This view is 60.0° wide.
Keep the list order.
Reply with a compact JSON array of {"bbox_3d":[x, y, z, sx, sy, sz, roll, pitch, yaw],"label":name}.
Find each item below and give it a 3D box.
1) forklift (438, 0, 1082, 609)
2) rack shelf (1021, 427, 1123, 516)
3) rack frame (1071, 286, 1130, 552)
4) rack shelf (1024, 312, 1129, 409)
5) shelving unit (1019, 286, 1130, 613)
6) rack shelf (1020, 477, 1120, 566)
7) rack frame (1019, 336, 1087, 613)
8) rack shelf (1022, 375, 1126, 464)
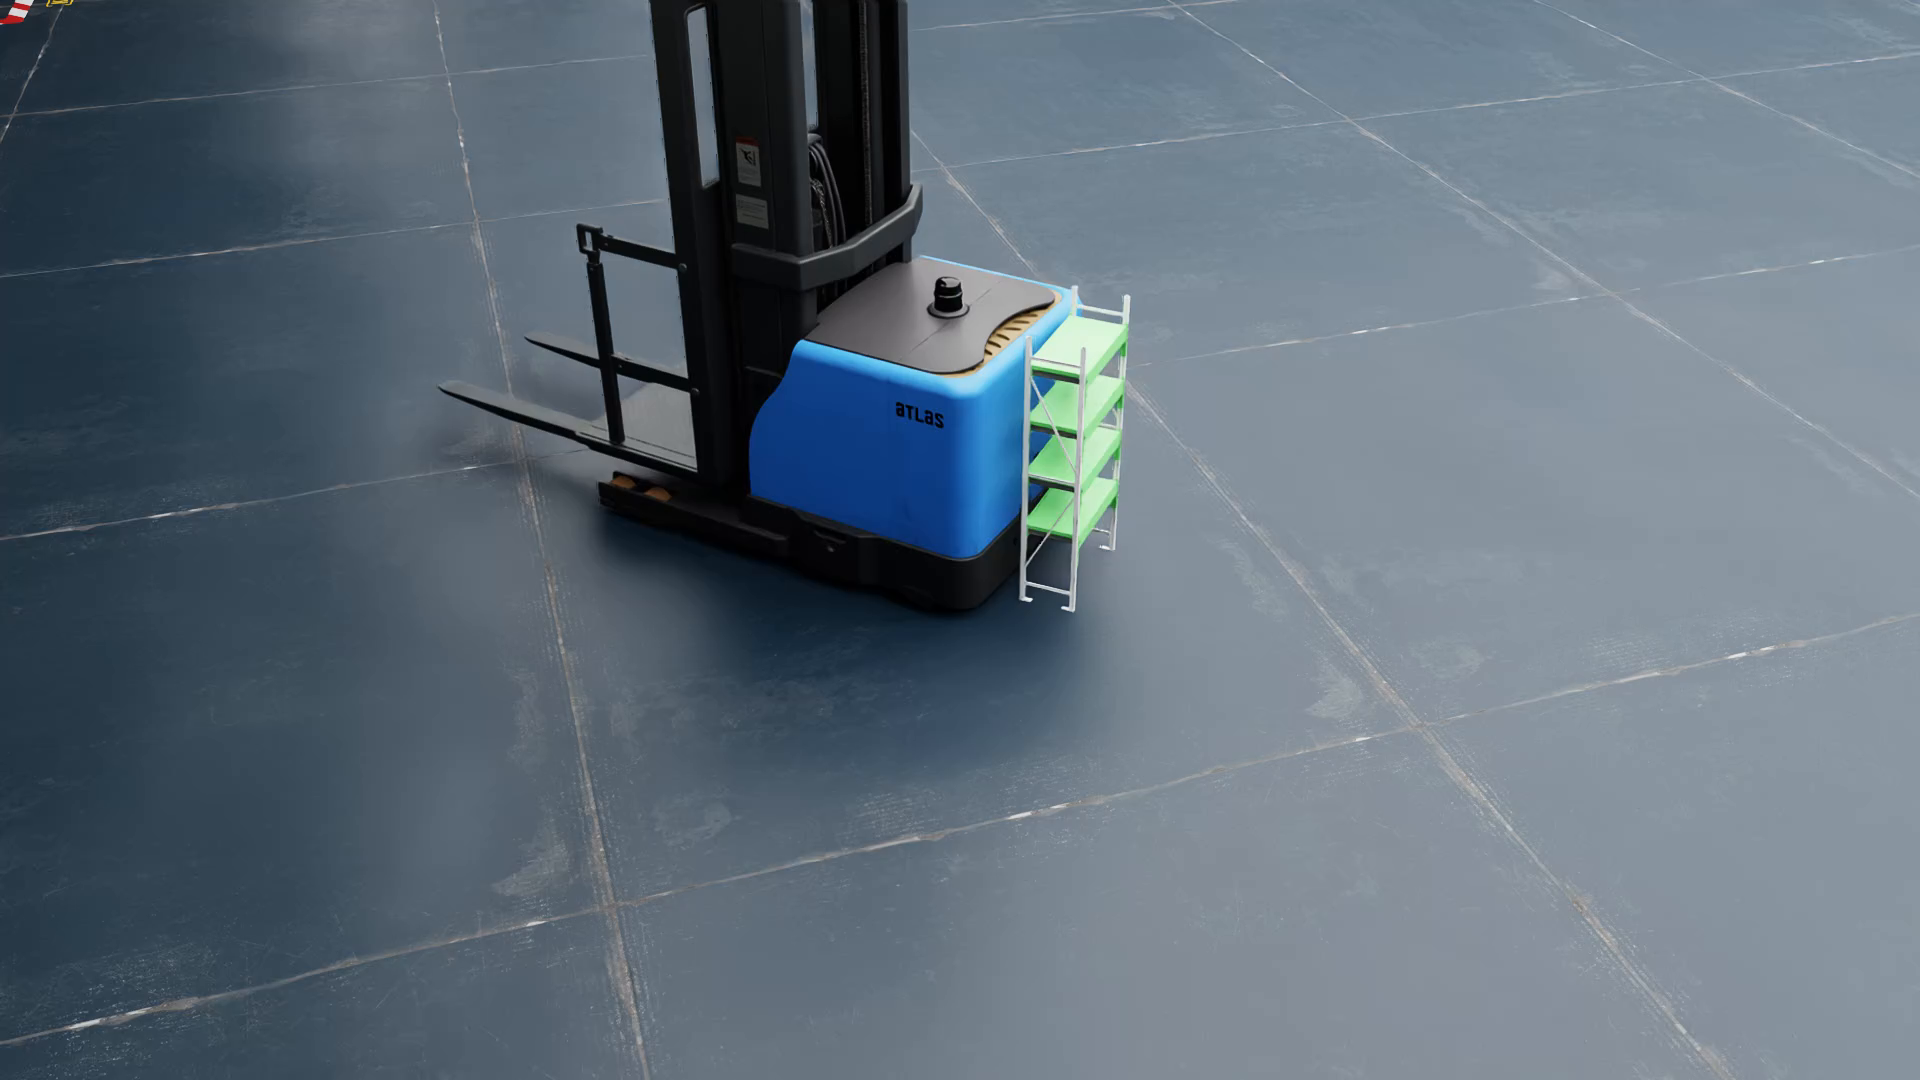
[{"bbox_3d":[-1.020,-1.522,6.895,3.031,2.935,1.130,17,37,24],"label":"forklift"},{"bbox_3d":[0.457,-0.304,6.737,0.258,0.148,0.480,14,36,20],"label":"rack shelf"},{"bbox_3d":[0.555,-0.480,6.888,0.240,1.200,0.015,14,36,20],"label":"rack frame"},{"bbox_3d":[0.457,-0.704,6.473,0.258,0.148,0.480,14,36,20],"label":"rack shelf"},{"bbox_3d":[0.457,-0.357,6.702,0.258,1.200,0.503,14,36,20],"label":"shelving unit"},{"bbox_3d":[0.457,-0.103,6.869,0.258,0.148,0.480,14,36,20],"label":"rack shelf"},{"bbox_3d":[0.358,-0.234,6.516,0.240,1.200,0.015,14,36,20],"label":"rack frame"},{"bbox_3d":[0.457,-0.504,6.605,0.258,0.148,0.480,14,36,20],"label":"rack shelf"}]
